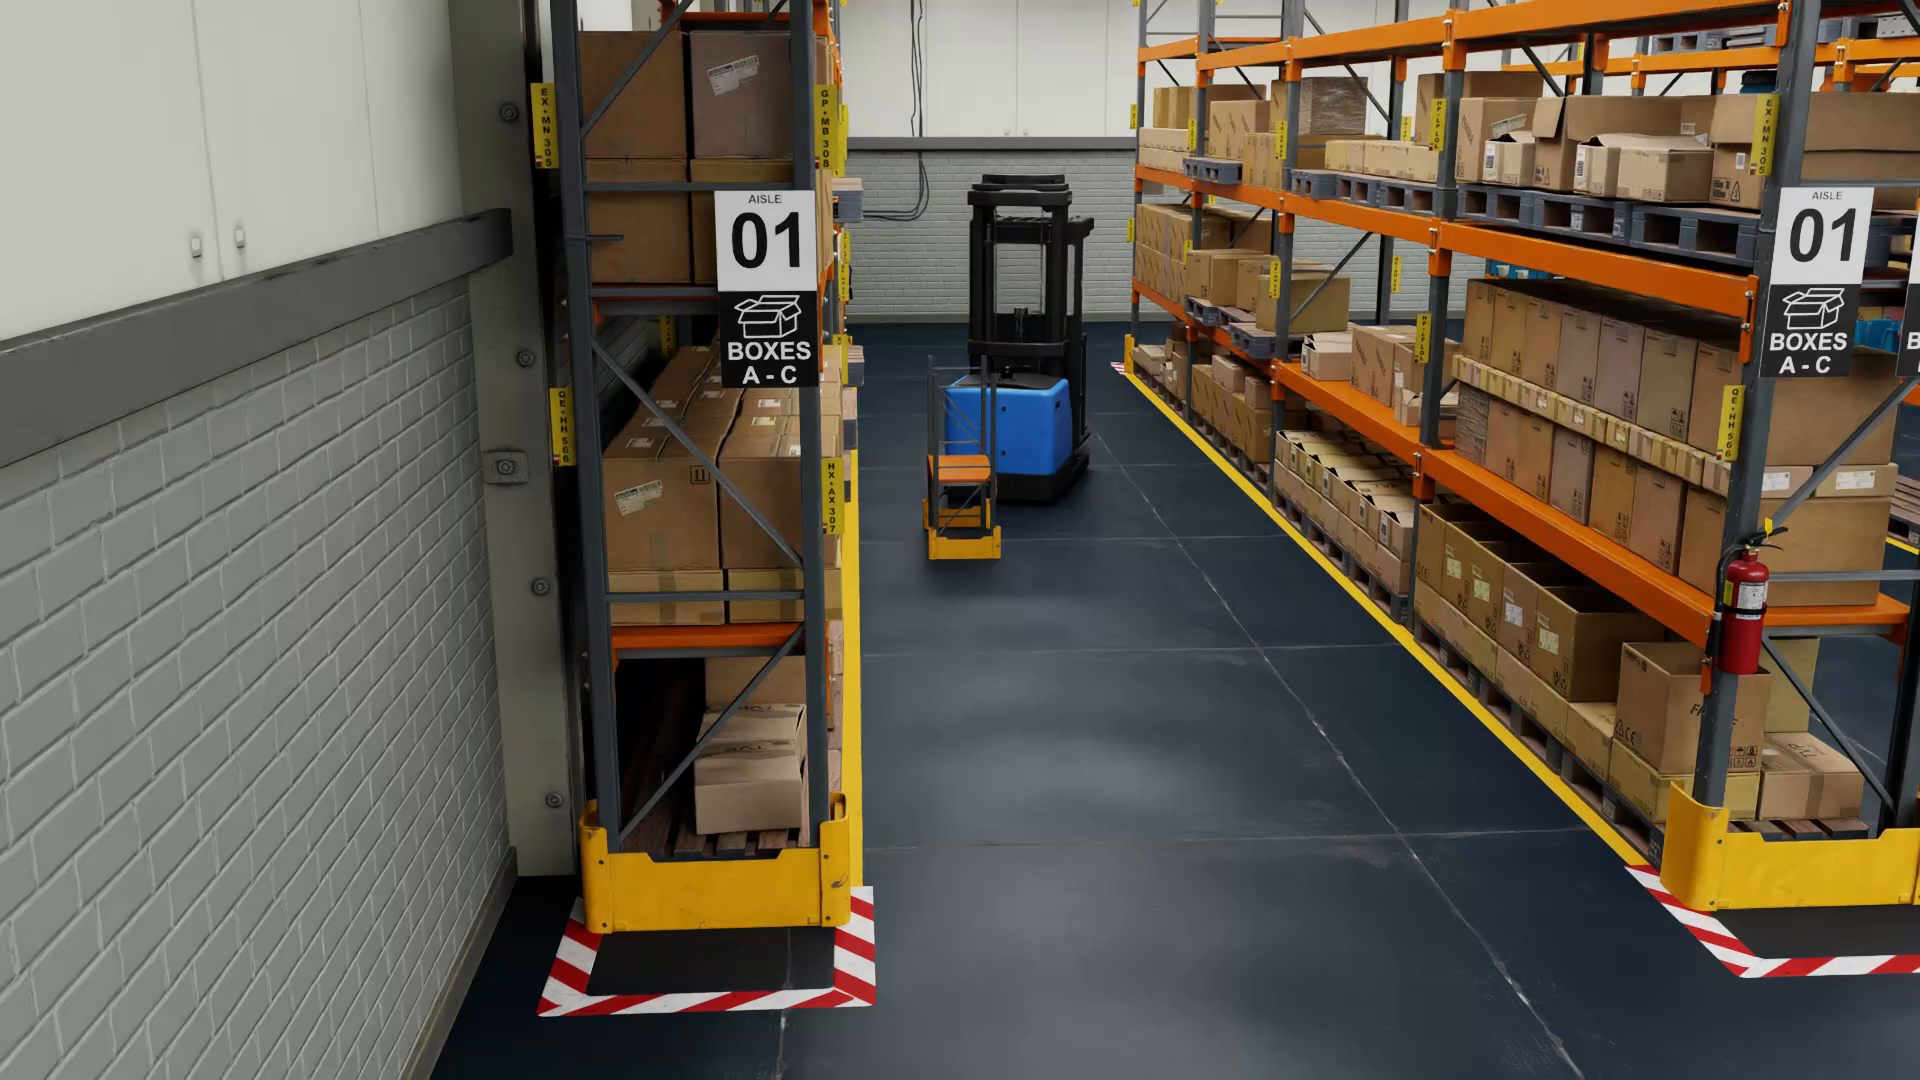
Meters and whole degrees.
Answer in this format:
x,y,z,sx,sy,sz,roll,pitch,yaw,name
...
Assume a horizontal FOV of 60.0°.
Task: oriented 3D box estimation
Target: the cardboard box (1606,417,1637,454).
x,y,z,sx,sy,sz,roll,pitch,yaw,name
3.589,-0.544,8.619,0.380,0.149,0.250,0,14,-2,cardboard box

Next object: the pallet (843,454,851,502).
x,y,z,sx,sy,sz,roll,pitch,yaw,name
-1.546,-0.592,15.903,1.003,0.211,1.213,-1,14,-3,pallet

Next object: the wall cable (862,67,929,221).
x,y,z,sx,sy,sz,roll,pitch,yaw,name
-2.062,-6.549,27.650,3.097,2.526,0.112,-1,14,-3,wall cable

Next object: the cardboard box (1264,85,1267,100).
x,y,z,sx,sy,sz,roll,pitch,yaw,name
3.166,-5.050,19.405,0.700,0.500,0.500,-1,14,-3,cardboard box

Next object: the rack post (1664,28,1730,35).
x,y,z,sx,sy,sz,roll,pitch,yaw,name
8.088,-5.552,17.696,0.937,0.300,0.954,-1,14,-4,rack post

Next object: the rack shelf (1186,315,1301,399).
x,y,z,sx,sy,sz,roll,pitch,yaw,name
3.247,-1.972,17.113,1.077,0.370,4.000,-1,14,-3,rack shelf

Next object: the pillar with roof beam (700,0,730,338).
x,y,z,sx,sy,sz,roll,pitch,yaw,name
1.569,-5.873,18.791,9.100,9.000,0.400,-1,14,-3,pillar with roof beam

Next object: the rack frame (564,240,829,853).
x,y,z,sx,sy,sz,roll,pitch,yaw,name
-1.077,0.244,7.057,1.000,3.000,0.127,-1,14,-3,rack frame

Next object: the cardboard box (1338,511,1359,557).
x,y,z,sx,sy,sz,roll,pitch,yaw,name
3.242,-0.051,12.881,0.500,0.250,0.500,-1,14,-2,cardboard box

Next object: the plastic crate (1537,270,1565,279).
x,y,z,sx,sy,sz,roll,pitch,yaw,name
7.606,-3.367,21.309,0.416,0.233,0.300,-1,14,-3,plastic crate

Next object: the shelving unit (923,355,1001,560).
x,y,z,sx,sy,sz,roll,pitch,yaw,name
0.005,-0.707,13.766,0.587,1.500,1.083,-1,14,-3,shelving unit

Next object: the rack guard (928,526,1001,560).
x,y,z,sx,sy,sz,roll,pitch,yaw,name
0.036,0.022,13.440,0.587,0.250,0.087,-1,14,-3,rack guard

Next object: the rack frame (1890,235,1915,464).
x,y,z,sx,sy,sz,roll,pitch,yaw,name
8.315,-1.898,15.384,1.000,3.000,0.127,-1,14,-3,rack frame

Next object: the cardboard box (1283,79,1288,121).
x,y,z,sx,sy,sz,roll,pitch,yaw,name
3.319,-4.043,15.494,0.500,0.500,0.500,-1,14,-3,cardboard box

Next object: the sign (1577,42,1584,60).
x,y,z,sx,sy,sz,roll,pitch,yaw,name
8.368,-6.649,22.458,0.100,0.325,0.005,-1,14,-3,sign

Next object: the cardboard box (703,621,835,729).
x,y,z,sx,sy,sz,roll,pitch,yaw,name
-1.061,0.743,9.251,0.700,0.500,0.500,-2,15,-7,cardboard box

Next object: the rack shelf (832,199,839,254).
x,y,z,sx,sy,sz,roll,pitch,yaw,name
-1.449,-2.352,12.572,1.077,0.370,4.000,-1,14,-3,rack shelf

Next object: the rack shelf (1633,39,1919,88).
x,y,z,sx,sy,sz,roll,pitch,yaw,name
8.191,-4.759,16.709,1.077,0.370,4.000,-1,14,-3,rack shelf

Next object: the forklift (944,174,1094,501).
x,y,z,sx,sy,sz,roll,pitch,yaw,name
0.689,-2.096,16.291,1.130,2.935,3.031,3,15,13,forklift

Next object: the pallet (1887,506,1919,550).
x,y,z,sx,sy,sz,roll,pitch,yaw,name
8.397,-0.052,13.804,1.003,0.211,1.213,-1,14,-3,pallet

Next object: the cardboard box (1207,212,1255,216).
x,y,z,sx,sy,sz,roll,pitch,yaw,name
3.311,-3.728,20.288,0.500,0.500,0.500,-1,14,-5,cardboard box

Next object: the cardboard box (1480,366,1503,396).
x,y,z,sx,sy,sz,roll,pitch,yaw,name
3.476,-0.994,10.367,0.380,0.149,0.250,-1,14,-5,cardboard box

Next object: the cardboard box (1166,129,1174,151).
x,y,z,sx,sy,sz,roll,pitch,yaw,name
2.766,-4.805,19.960,0.500,0.250,0.500,-1,14,-3,cardboard box

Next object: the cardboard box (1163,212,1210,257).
x,y,z,sx,sy,sz,roll,pitch,yaw,name
2.768,-3.725,20.275,0.500,0.500,0.500,-1,14,-3,cardboard box

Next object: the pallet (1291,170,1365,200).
x,y,z,sx,sy,sz,roll,pitch,yaw,name
3.502,-3.016,14.089,1.213,0.211,1.003,0,14,-1,pallet

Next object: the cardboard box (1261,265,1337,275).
x,y,z,sx,sy,sz,roll,pitch,yaw,name
3.354,-2.460,16.523,0.700,0.500,0.500,2,15,7,cardboard box

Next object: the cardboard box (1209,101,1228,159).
x,y,z,sx,sy,sz,roll,pitch,yaw,name
3.081,-4.444,18.014,0.600,0.600,0.600,-2,15,-9,cardboard box

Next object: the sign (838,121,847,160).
x,y,z,sx,sy,sz,roll,pitch,yaw,name
-1.031,-3.456,14.382,0.100,0.325,0.005,-1,14,-3,sign

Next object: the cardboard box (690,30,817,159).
x,y,z,sx,sy,sz,roll,pitch,yaw,name
-0.859,-1.850,6.930,0.500,0.500,0.500,-2,15,-7,cardboard box

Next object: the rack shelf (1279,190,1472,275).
x,y,z,sx,sy,sz,roll,pitch,yaw,name
3.495,-2.429,12.873,1.077,0.370,4.000,-1,14,-3,rack shelf

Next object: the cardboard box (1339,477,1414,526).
x,y,z,sx,sy,sz,roll,pitch,yaw,name
3.241,-0.321,12.804,0.500,0.311,0.500,-1,14,-4,cardboard box

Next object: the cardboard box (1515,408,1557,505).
x,y,z,sx,sy,sz,roll,pitch,yaw,name
3.719,-0.510,9.788,0.700,0.500,0.500,-1,14,-3,cardboard box

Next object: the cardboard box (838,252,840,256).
x,y,z,sx,sy,sz,roll,pitch,yaw,name
-1.378,-2.561,15.618,0.500,0.250,0.500,-1,14,-4,cardboard box

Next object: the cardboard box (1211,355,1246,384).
x,y,z,sx,sy,sz,roll,pitch,yaw,name
2.972,-1.810,17.671,0.500,0.250,0.500,-1,14,-3,cardboard box

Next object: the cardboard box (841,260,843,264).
x,y,z,sx,sy,sz,roll,pitch,yaw,name
-1.499,-2.705,17.680,0.500,0.500,0.500,-1,14,-3,cardboard box

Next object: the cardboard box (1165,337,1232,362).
x,y,z,sx,sy,sz,roll,pitch,yaw,name
3.002,-2.289,21.029,0.797,0.503,0.637,-1,14,-3,cardboard box

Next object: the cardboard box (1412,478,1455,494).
x,y,z,sx,sy,sz,roll,pitch,yaw,name
3.783,-0.331,12.843,0.500,0.311,0.500,-1,14,-5,cardboard box

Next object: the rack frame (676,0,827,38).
x,y,z,sx,sy,sz,roll,pitch,yaw,name
-1.325,-3.656,10.175,1.000,3.000,0.127,-1,14,-3,rack frame

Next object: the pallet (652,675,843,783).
x,y,z,sx,sy,sz,roll,pitch,yaw,name
-1.169,1.071,9.441,1.003,0.211,1.213,-1,14,-3,pallet

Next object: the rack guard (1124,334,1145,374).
x,y,z,sx,sy,sz,roll,pitch,yaw,name
2.880,-2.583,23.061,1.175,0.500,0.348,-1,14,-3,rack guard

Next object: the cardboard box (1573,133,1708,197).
x,y,z,sx,sy,sz,roll,pitch,yaw,name
3.498,-1.934,8.560,0.500,0.311,0.500,1,14,3,cardboard box

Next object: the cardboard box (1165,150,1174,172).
x,y,z,sx,sy,sz,roll,pitch,yaw,name
2.768,-4.563,20.022,0.500,0.250,0.500,-1,14,-3,cardboard box

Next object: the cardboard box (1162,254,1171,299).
x,y,z,sx,sy,sz,roll,pitch,yaw,name
2.769,-3.242,20.407,0.500,0.500,0.500,-1,14,-2,cardboard box

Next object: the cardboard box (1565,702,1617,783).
x,y,z,sx,sy,sz,roll,pitch,yaw,name
3.496,1.042,8.631,0.500,0.250,0.500,-1,14,-3,cardboard box

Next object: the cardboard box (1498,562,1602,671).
x,y,z,sx,sy,sz,roll,pitch,yaw,name
3.430,0.430,9.504,0.500,0.500,0.500,-1,14,-3,cardboard box

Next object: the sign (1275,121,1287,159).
x,y,z,sx,sy,sz,roll,pitch,yaw,name
2.829,-3.518,14.621,0.100,0.325,0.005,-1,14,-3,sign

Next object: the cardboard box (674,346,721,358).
x,y,z,sx,sy,sz,roll,pitch,yaw,name
-1.504,-0.930,10.379,0.500,0.500,0.500,-1,14,-5,cardboard box

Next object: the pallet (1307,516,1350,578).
x,y,z,sx,sy,sz,roll,pitch,yaw,name
3.456,0.036,13.463,1.003,0.211,1.213,-1,14,-3,pallet

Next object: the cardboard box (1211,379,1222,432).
x,y,z,sx,sy,sz,roll,pitch,yaw,name
2.978,-1.439,17.733,0.500,0.500,0.500,-1,14,-3,cardboard box

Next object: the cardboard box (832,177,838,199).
x,y,z,sx,sy,sz,roll,pitch,yaw,name
-1.259,-2.989,13.745,0.500,0.311,0.500,-1,14,-3,cardboard box

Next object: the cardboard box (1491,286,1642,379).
x,y,z,sx,sy,sz,roll,pitch,yaw,name
3.685,-1.269,10.133,0.700,0.500,0.500,-1,14,-4,cardboard box

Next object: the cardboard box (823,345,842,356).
x,y,z,sx,sy,sz,roll,pitch,yaw,name
-0.987,-0.938,10.407,0.500,0.500,0.500,-1,14,-4,cardboard box

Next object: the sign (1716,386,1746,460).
x,y,z,sx,sy,sz,roll,pitch,yaw,name
3.324,-0.504,7.165,0.100,0.325,0.005,-1,14,-3,sign

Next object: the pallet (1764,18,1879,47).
x,y,z,sx,sy,sz,roll,pitch,yaw,name
8.301,-4.698,15.409,1.213,0.211,1.003,-1,14,-3,pallet

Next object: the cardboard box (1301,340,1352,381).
x,y,z,sx,sy,sz,roll,pitch,yaw,name
3.233,-1.554,14.225,0.500,0.311,0.500,-1,14,-4,cardboard box

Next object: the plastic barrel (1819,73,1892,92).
x,y,z,sx,sy,sz,roll,pitch,yaw,name
8.283,-3.903,15.453,0.600,0.830,0.708,-1,14,-3,plastic barrel

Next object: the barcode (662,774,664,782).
x,y,z,sx,sy,sz,roll,pitch,yaw,name
-1.431,1.157,8.003,0.001,0.075,0.075,-1,14,-3,barcode

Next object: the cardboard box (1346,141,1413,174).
x,y,z,sx,sy,sz,roll,pitch,yaw,name
3.506,-3.164,13.742,0.500,0.250,0.500,0,14,-2,cardboard box

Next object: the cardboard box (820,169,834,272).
x,y,z,sx,sy,sz,roll,pitch,yaw,name
-0.846,-1.488,7.527,0.500,0.500,0.500,0,14,0,cardboard box
